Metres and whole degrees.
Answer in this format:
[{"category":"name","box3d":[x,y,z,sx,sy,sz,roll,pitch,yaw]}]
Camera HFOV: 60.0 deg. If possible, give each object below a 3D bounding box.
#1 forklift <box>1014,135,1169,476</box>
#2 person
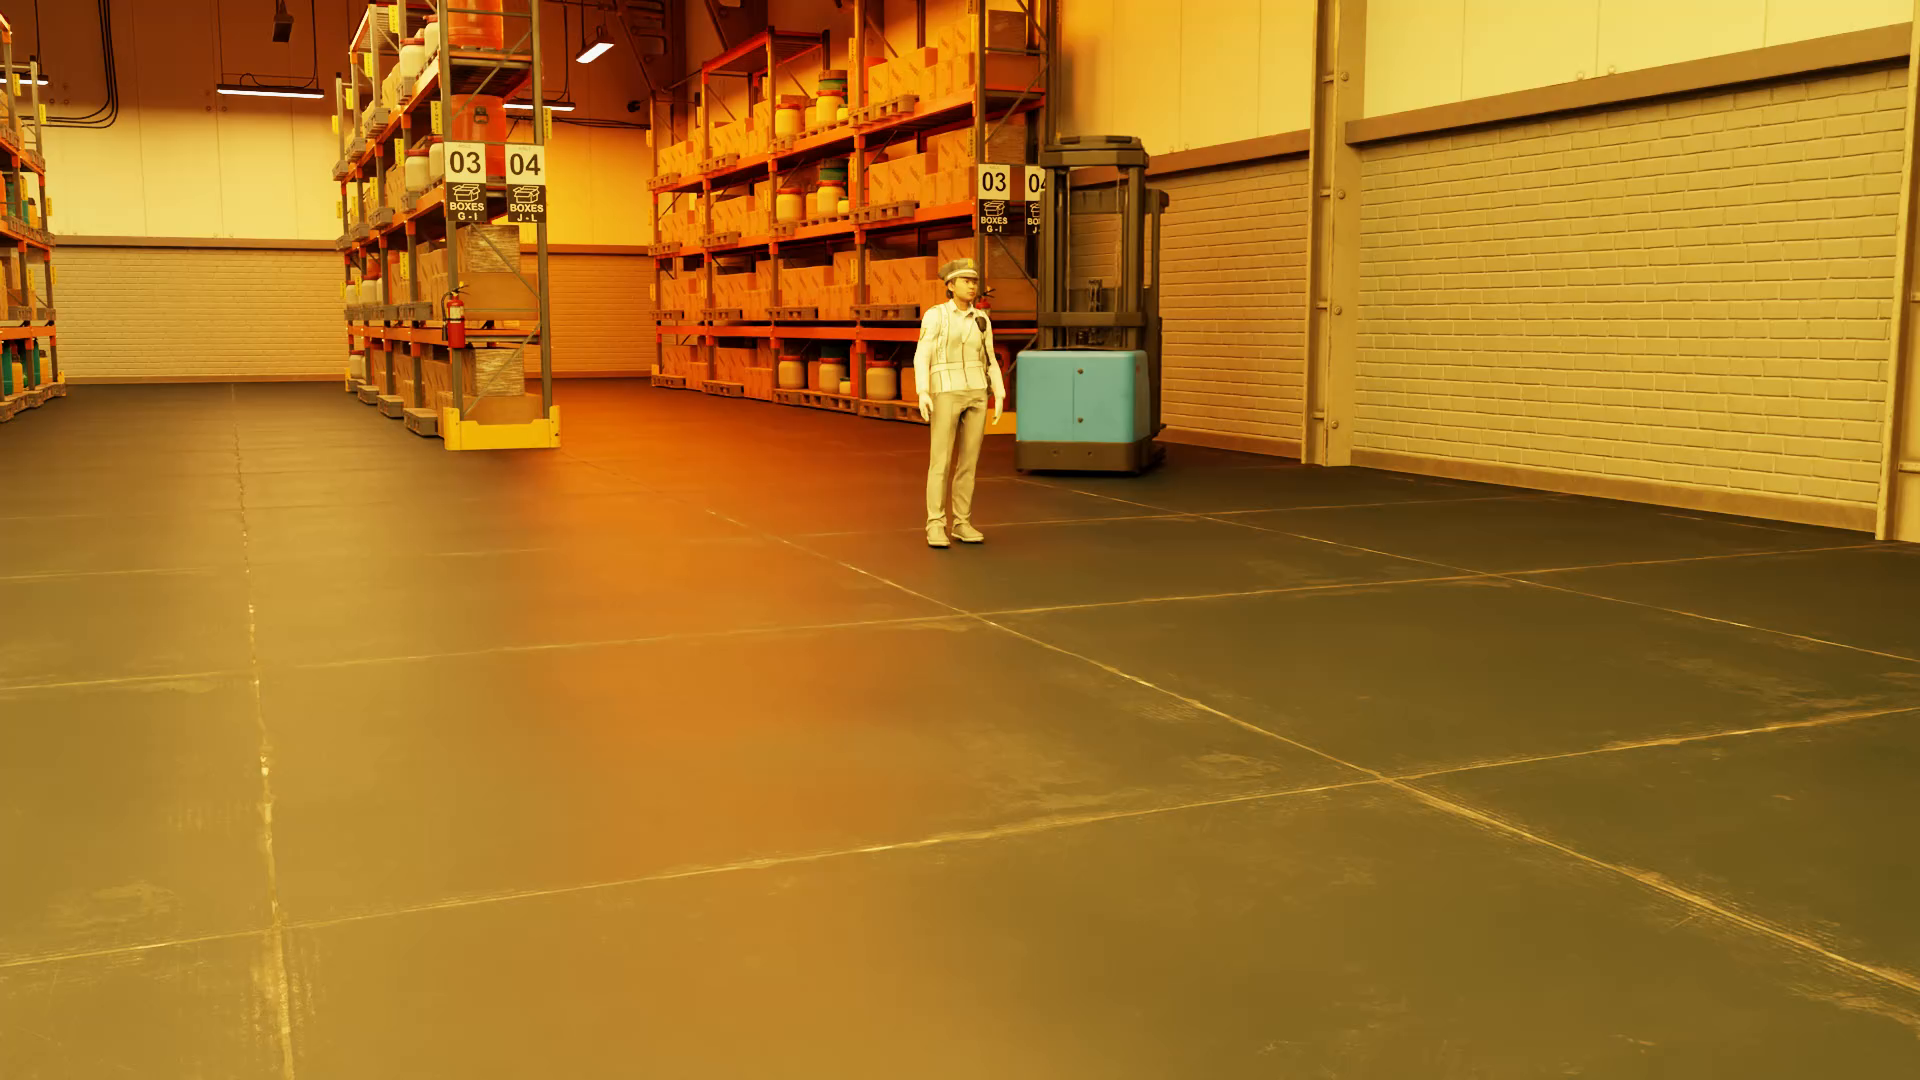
[{"category":"forklift","box3d":[1.324,-2.165,15.364,1.130,2.935,3.031,2,8,14]},{"category":"person","box3d":[0.022,-0.839,9.977,0.587,1.695,0.531,-3,8,-23]}]
